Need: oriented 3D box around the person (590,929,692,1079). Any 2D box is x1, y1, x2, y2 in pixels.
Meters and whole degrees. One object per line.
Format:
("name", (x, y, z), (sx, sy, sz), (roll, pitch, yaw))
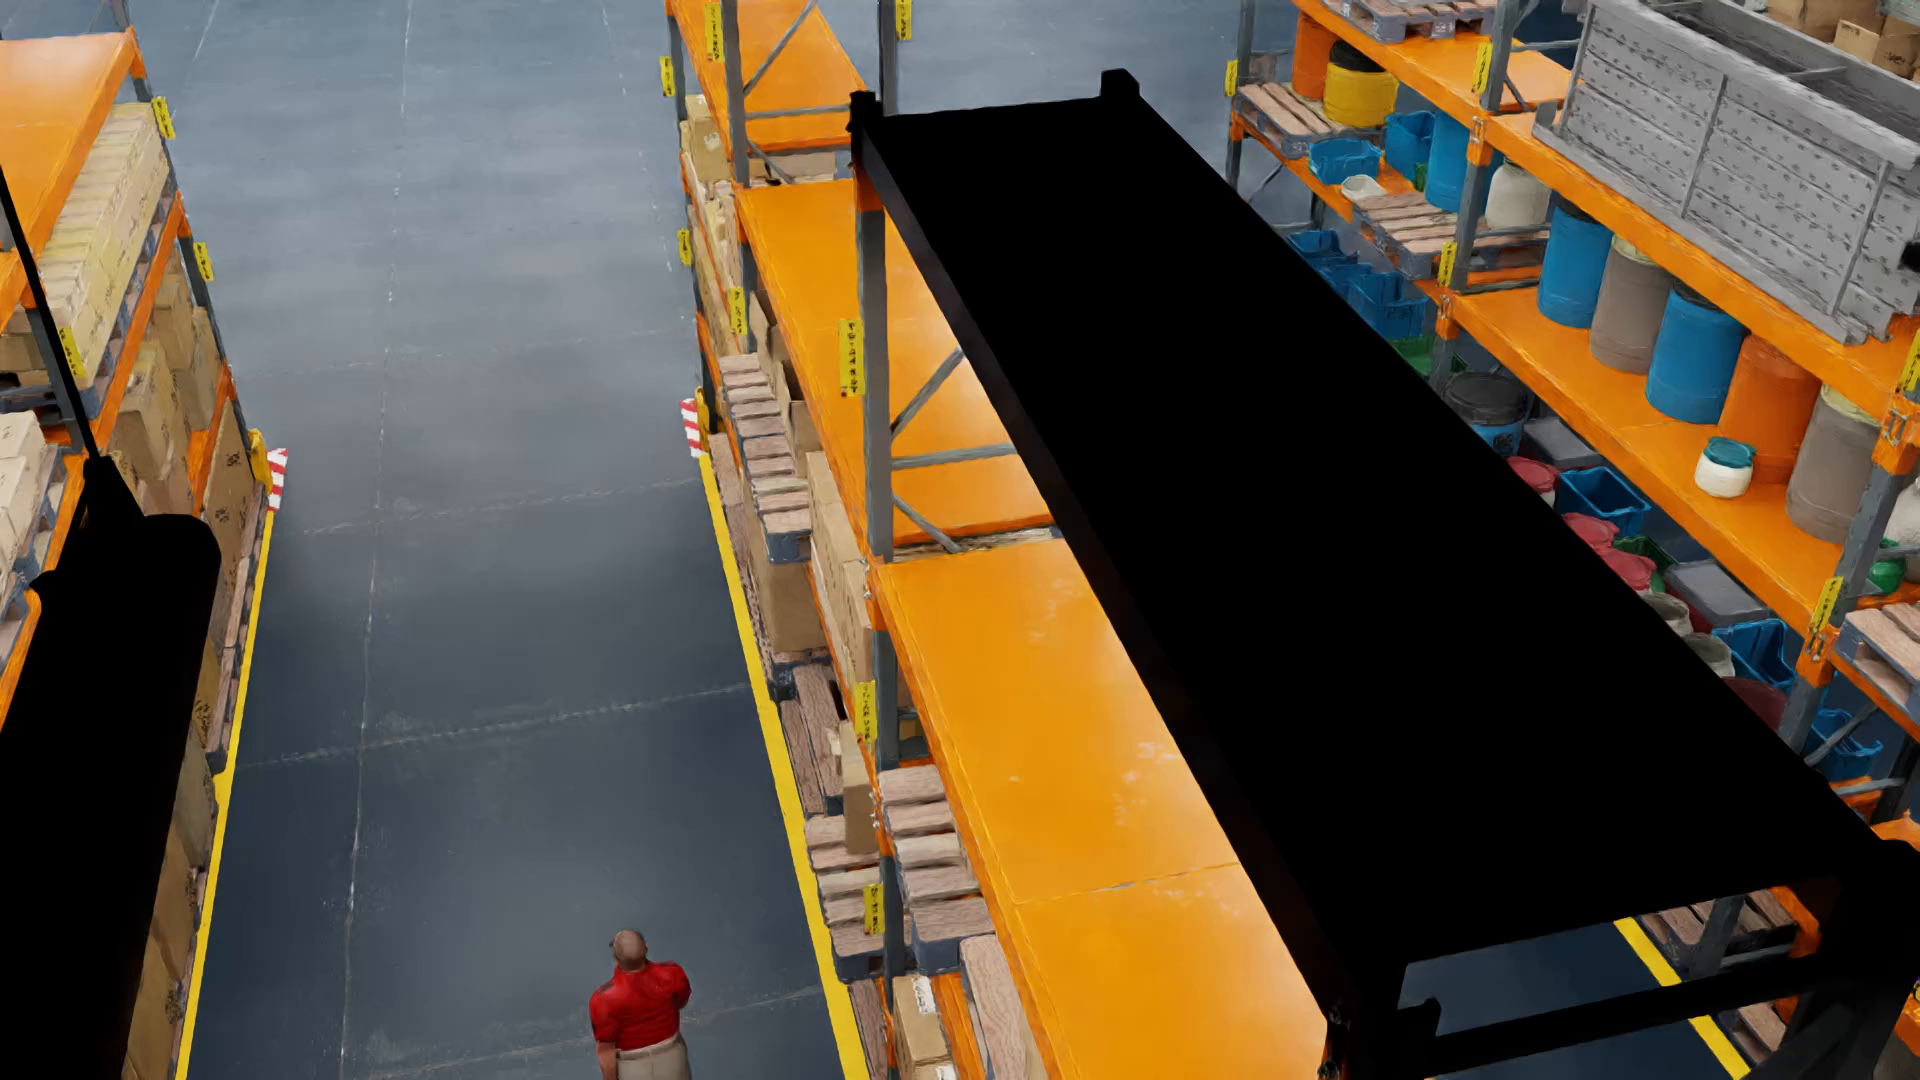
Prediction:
("person", (-1.638, 2.656, 8.721), (0.536, 1.659, 1.036), (-13, 37, -18))
